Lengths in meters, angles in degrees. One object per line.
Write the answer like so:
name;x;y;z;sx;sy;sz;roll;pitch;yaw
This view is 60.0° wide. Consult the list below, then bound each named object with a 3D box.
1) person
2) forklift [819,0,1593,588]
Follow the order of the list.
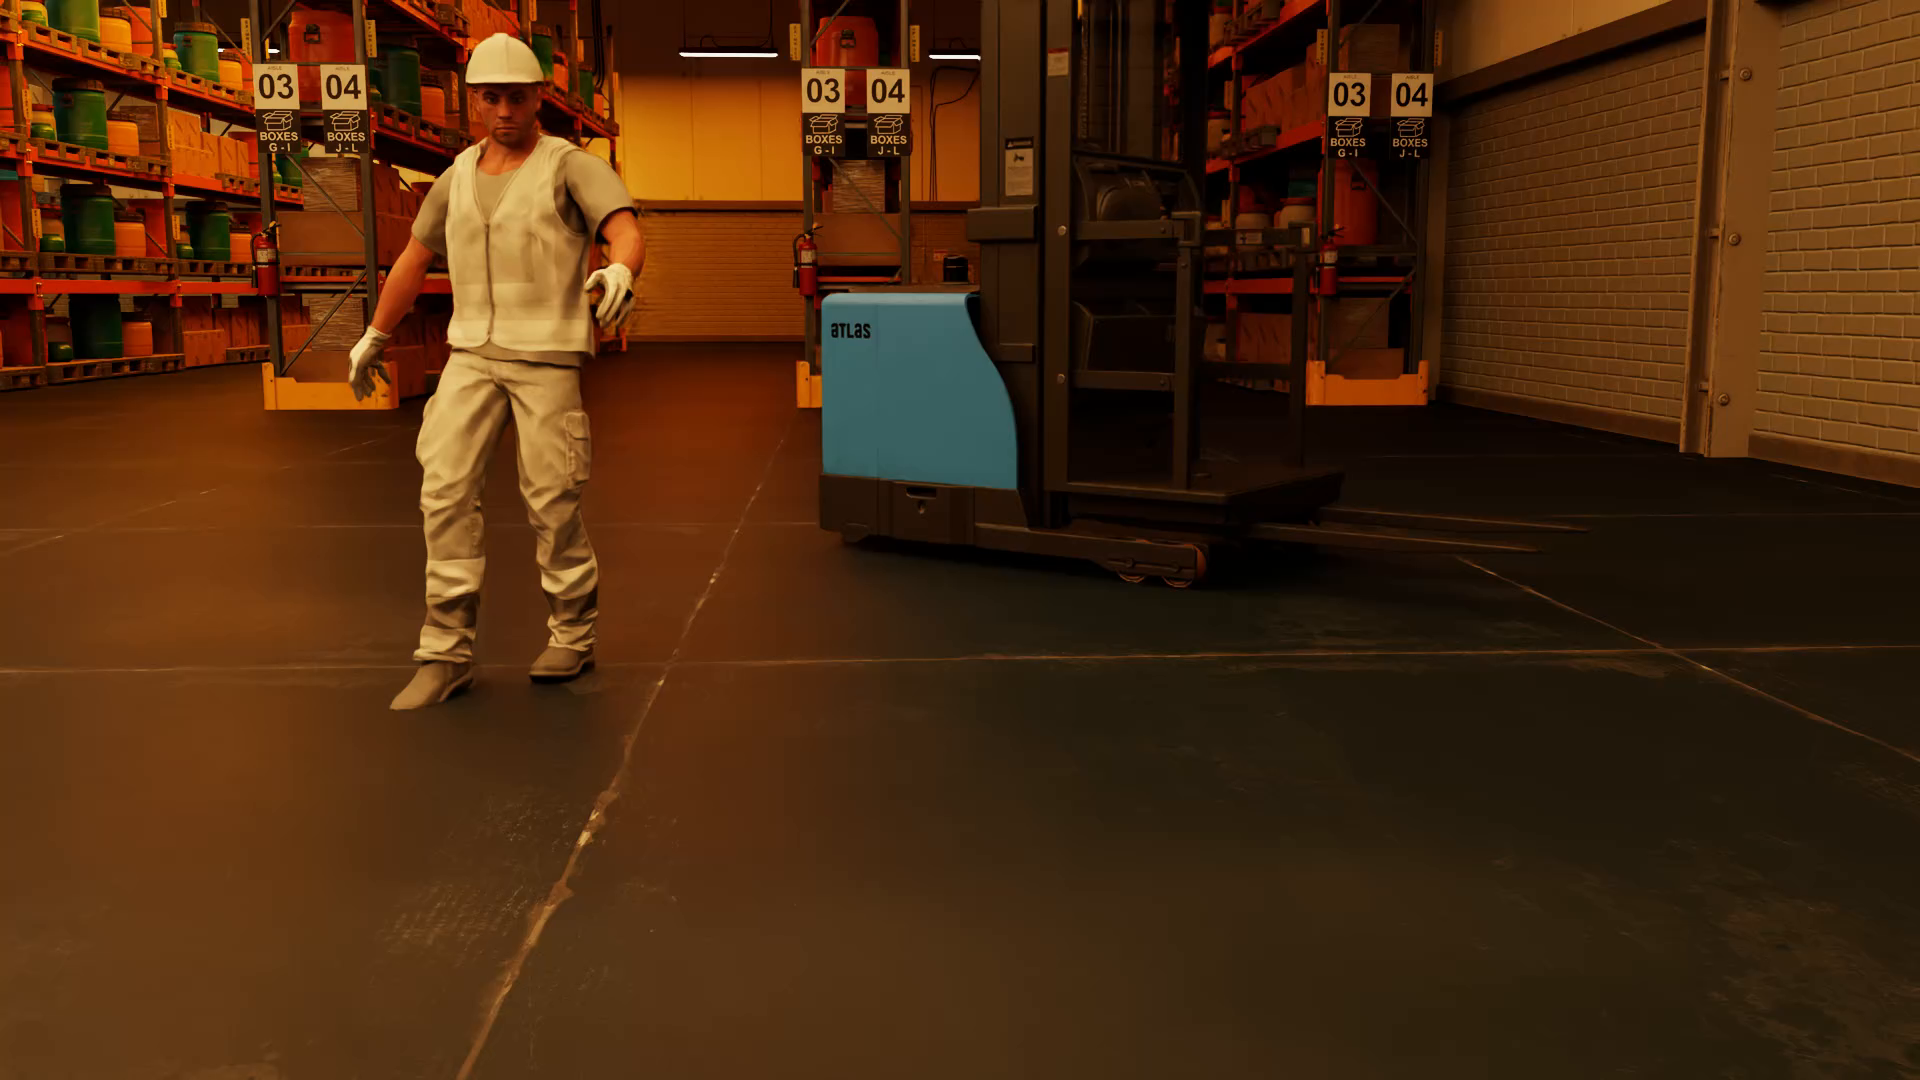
person;-1.268;-0.447;4.473;1.026;1.795;0.650;2;9;16
forklift;0.887;-1.360;6.492;3.031;2.935;1.130;6;10;35
